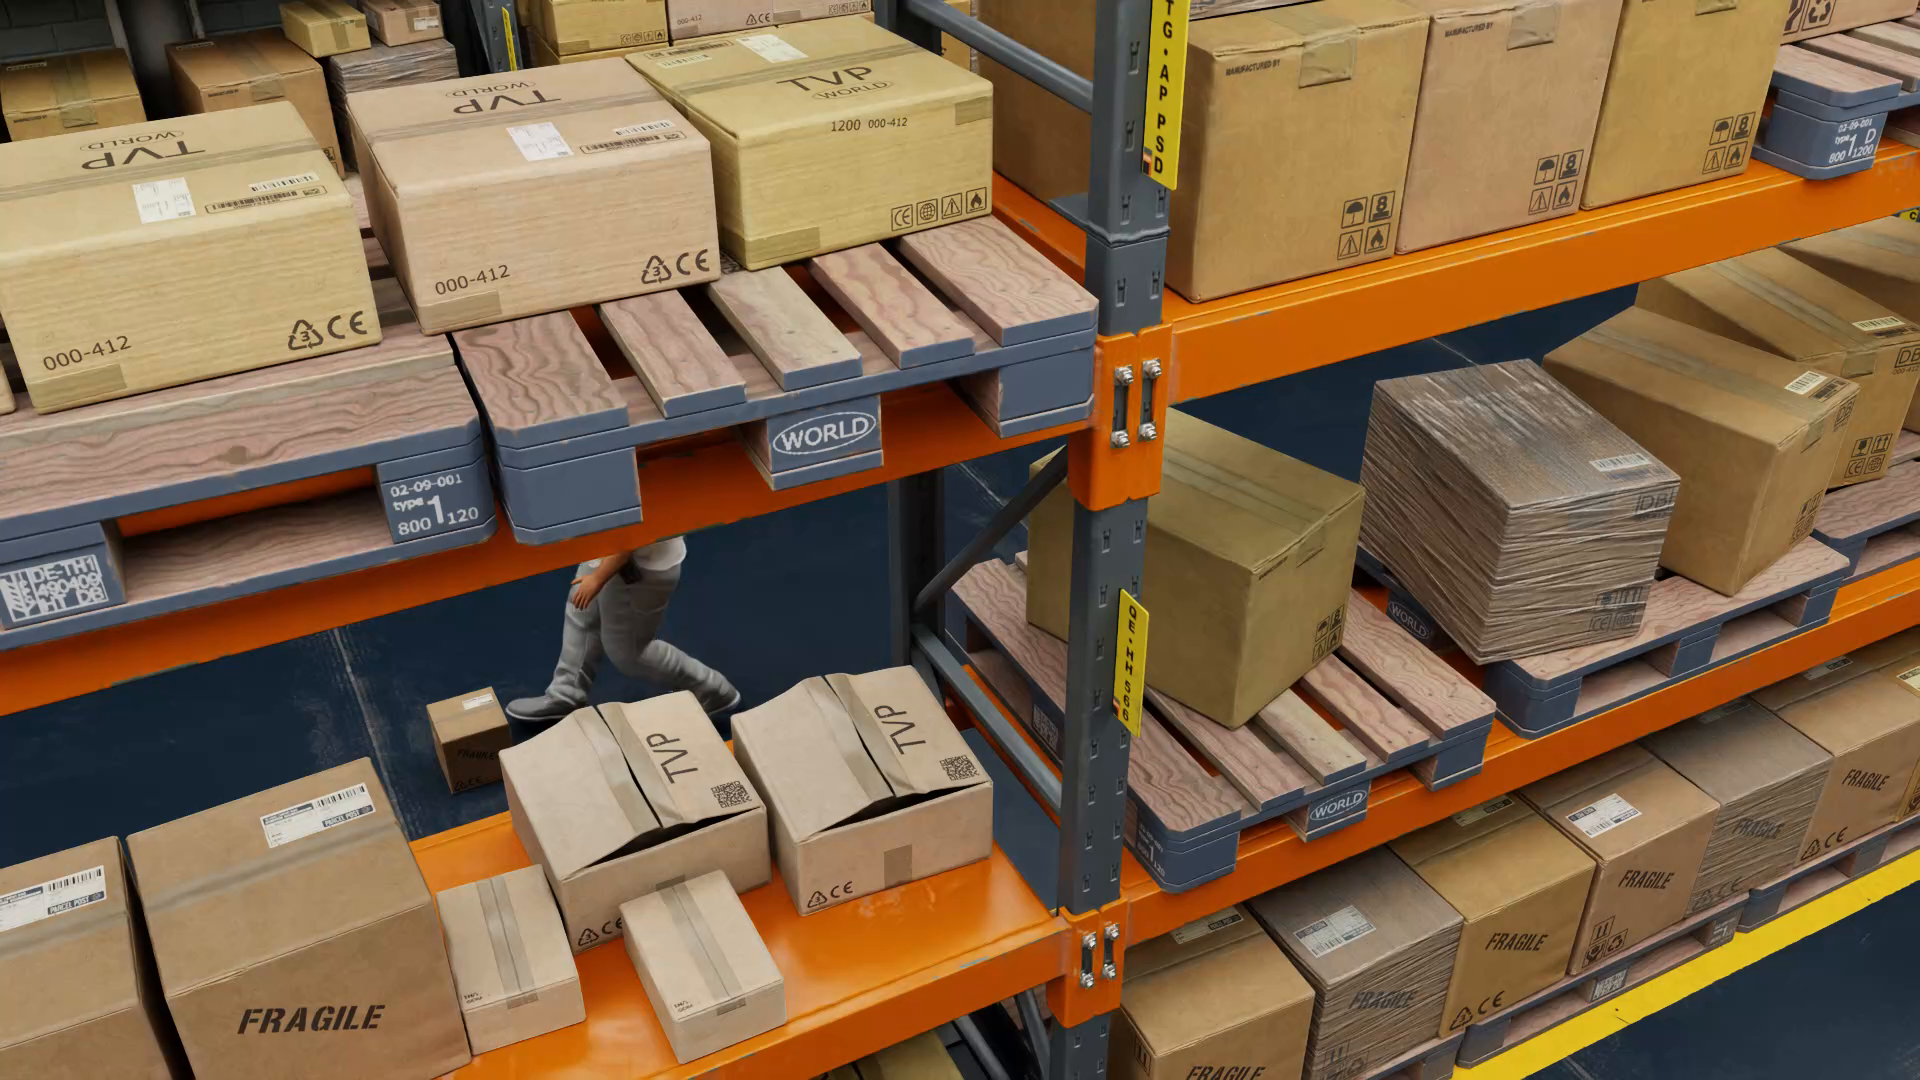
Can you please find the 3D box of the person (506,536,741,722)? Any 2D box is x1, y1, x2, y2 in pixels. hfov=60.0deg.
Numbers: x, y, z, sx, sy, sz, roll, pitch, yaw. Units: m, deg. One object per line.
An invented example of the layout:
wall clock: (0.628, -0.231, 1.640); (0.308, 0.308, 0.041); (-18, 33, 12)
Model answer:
person: (-1.313, 0.050, 6.095); (0.905, 1.594, 0.524); (-6, 34, -10)
